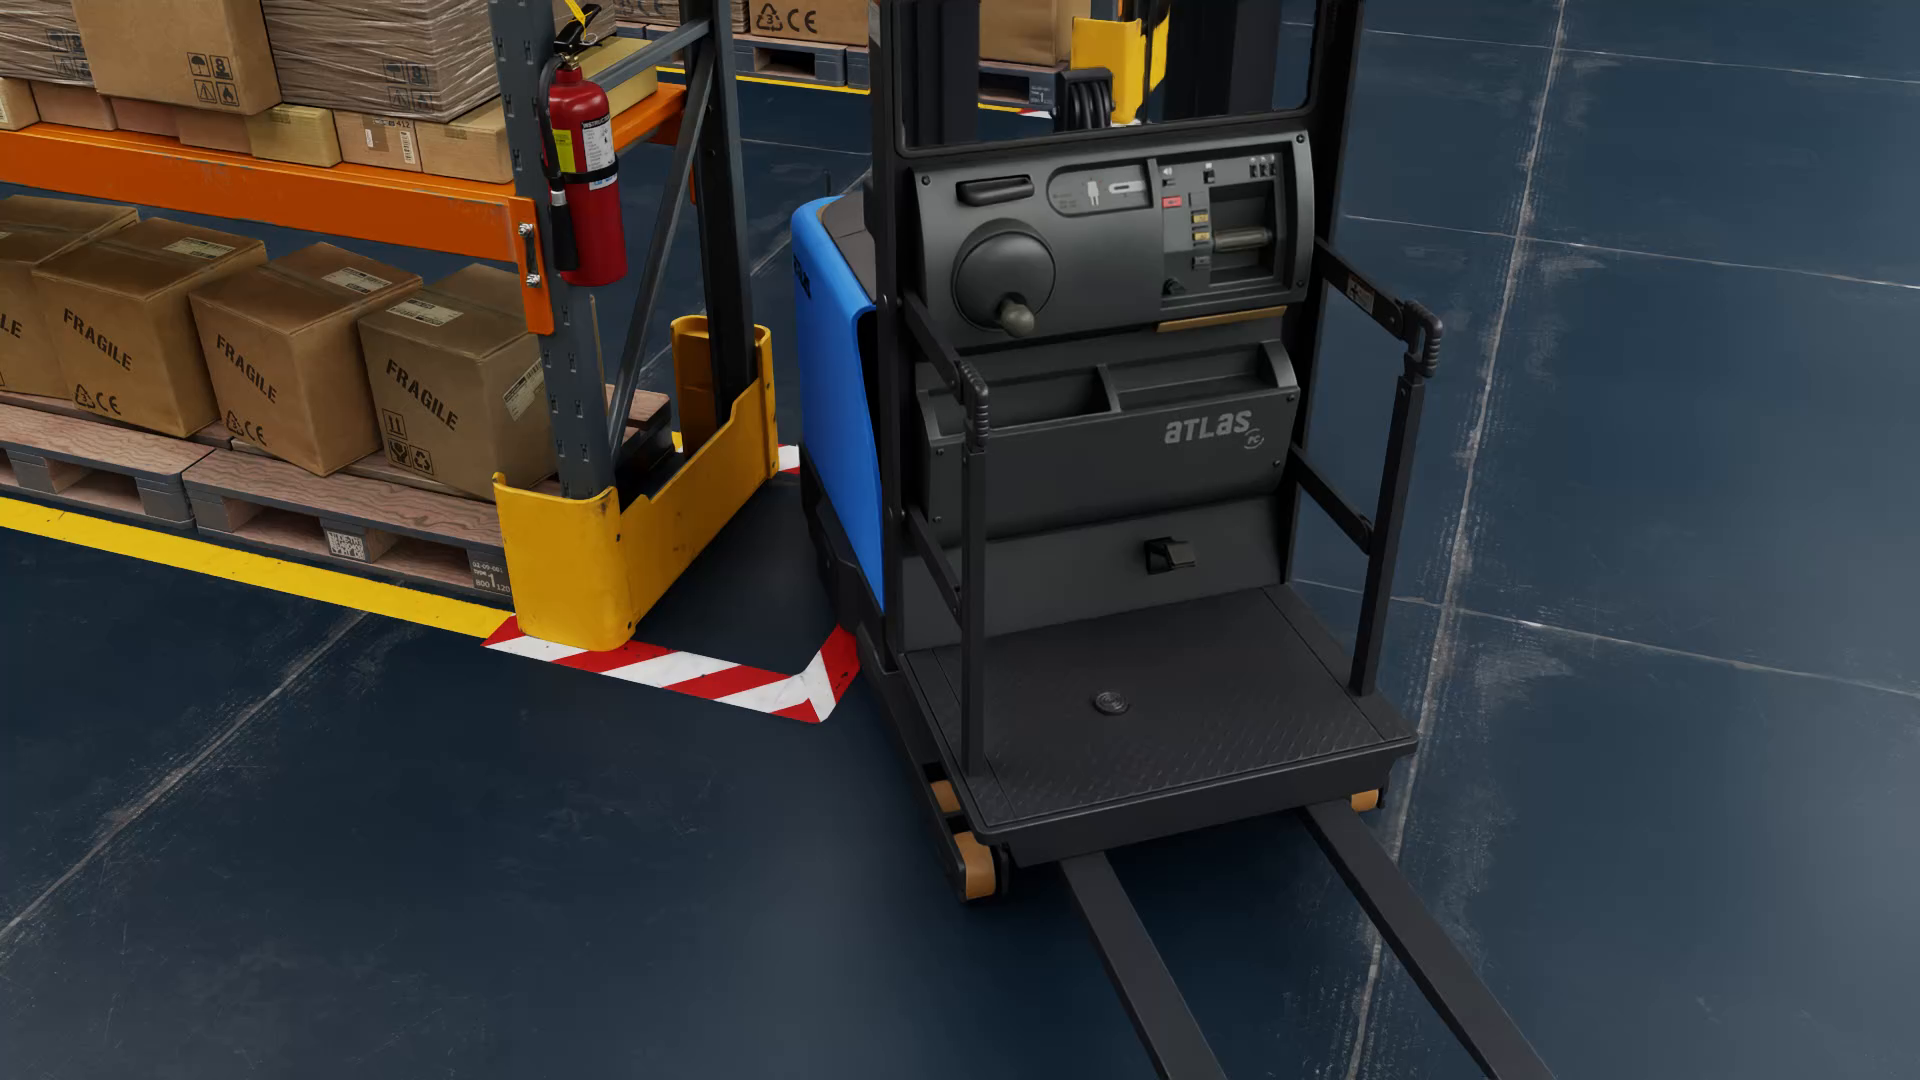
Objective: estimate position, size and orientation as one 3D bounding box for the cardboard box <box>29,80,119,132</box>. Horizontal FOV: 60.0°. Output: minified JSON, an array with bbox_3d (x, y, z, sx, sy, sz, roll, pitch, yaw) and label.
[{"bbox_3d":[-2.400,-1.308,4.742,0.250,0.149,0.380,11,34,16],"label":"cardboard box"}]

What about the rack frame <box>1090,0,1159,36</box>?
[{"bbox_3d":[0.888,-3.761,8.309,0.127,3.000,1.000,11,34,16],"label":"rack frame"}]

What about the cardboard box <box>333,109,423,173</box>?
[{"bbox_3d":[-1.453,-1.134,4.472,0.250,0.149,0.380,11,34,16],"label":"cardboard box"}]

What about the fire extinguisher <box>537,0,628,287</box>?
[{"bbox_3d":[-0.928,-0.958,4.039,0.183,0.674,0.296,11,34,16],"label":"fire extinguisher"}]

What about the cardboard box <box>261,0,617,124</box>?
[{"bbox_3d":[-1.389,-1.528,4.485,0.500,0.500,0.875,11,34,16],"label":"cardboard box"}]

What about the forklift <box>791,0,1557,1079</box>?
[{"bbox_3d":[0.420,-0.625,3.516,1.130,2.935,3.031,-10,34,-14],"label":"forklift"}]

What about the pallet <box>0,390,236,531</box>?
[{"bbox_3d":[-2.849,-0.480,5.798,1.213,0.211,1.003,11,34,16],"label":"pallet"}]

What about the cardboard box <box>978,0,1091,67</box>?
[{"bbox_3d":[0.228,-3.135,8.911,0.875,0.875,0.875,11,35,17],"label":"cardboard box"}]

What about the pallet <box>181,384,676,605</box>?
[{"bbox_3d":[-1.705,-0.256,5.451,1.213,0.211,1.003,11,34,16],"label":"pallet"}]

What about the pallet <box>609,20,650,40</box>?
[{"bbox_3d":[-2.188,-3.142,9.922,1.213,0.211,1.003,11,34,16],"label":"pallet"}]

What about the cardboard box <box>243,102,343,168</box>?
[{"bbox_3d":[-1.706,-1.153,4.502,0.250,0.149,0.380,11,34,16],"label":"cardboard box"}]

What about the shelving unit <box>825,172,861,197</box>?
[{"bbox_3d":[-0.248,-0.669,5.318,0.252,1.050,0.215,-20,38,-28],"label":"shelving unit"}]

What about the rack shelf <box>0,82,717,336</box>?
[{"bbox_3d":[-2.763,-1.310,5.177,4.000,0.370,1.077,11,34,16],"label":"rack shelf"}]

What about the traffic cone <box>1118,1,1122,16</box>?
[{"bbox_3d":[0.867,-3.517,10.271,0.334,0.463,0.336,11,34,16],"label":"traffic cone"}]

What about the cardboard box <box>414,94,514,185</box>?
[{"bbox_3d":[-1.218,-1.088,4.401,0.250,0.149,0.380,11,34,16],"label":"cardboard box"}]

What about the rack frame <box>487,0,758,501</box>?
[{"bbox_3d":[-0.880,-1.246,4.415,0.127,3.000,1.000,11,34,16],"label":"rack frame"}]

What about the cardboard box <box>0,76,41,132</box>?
[{"bbox_3d":[-2.666,-1.308,4.743,0.250,0.149,0.380,11,34,16],"label":"cardboard box"}]

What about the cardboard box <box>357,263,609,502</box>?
[{"bbox_3d":[-1.462,-0.495,5.169,0.500,0.500,0.500,18,37,25],"label":"cardboard box"}]

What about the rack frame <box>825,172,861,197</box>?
[{"bbox_3d":[-0.349,-0.632,5.260,0.008,1.050,0.200,-20,38,-28],"label":"rack frame"}]

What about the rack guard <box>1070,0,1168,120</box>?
[{"bbox_3d":[0.911,-2.706,8.980,0.348,0.500,1.175,11,34,16],"label":"rack guard"}]

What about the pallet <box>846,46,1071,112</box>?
[{"bbox_3d":[0.109,-2.695,9.230,1.213,0.211,1.003,11,34,16],"label":"pallet"}]

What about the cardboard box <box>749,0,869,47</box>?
[{"bbox_3d":[-0.601,-3.295,9.159,0.875,0.875,0.875,10,34,16],"label":"cardboard box"}]

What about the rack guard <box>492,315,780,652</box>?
[{"bbox_3d":[-0.952,-0.210,5.115,0.348,0.500,1.175,11,34,16],"label":"rack guard"}]

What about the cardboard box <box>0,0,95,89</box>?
[{"bbox_3d":[-2.356,-1.672,4.708,0.500,0.500,0.875,11,34,16],"label":"cardboard box"}]

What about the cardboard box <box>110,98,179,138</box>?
[{"bbox_3d":[-2.157,-1.274,4.689,0.250,0.149,0.380,11,34,16],"label":"cardboard box"}]

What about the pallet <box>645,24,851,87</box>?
[{"bbox_3d":[-1.035,-2.920,9.577,1.213,0.211,1.003,11,34,16],"label":"pallet"}]

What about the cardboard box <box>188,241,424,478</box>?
[{"bbox_3d":[-2.037,-0.587,5.312,0.500,0.500,0.500,21,38,29],"label":"cardboard box"}]

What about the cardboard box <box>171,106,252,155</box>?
[{"bbox_3d":[-1.936,-1.207,4.585,0.250,0.149,0.380,11,34,16],"label":"cardboard box"}]

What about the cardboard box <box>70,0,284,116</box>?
[{"bbox_3d":[-1.900,-1.558,4.532,0.500,0.500,0.875,11,34,16],"label":"cardboard box"}]

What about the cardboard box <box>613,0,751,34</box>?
[{"bbox_3d":[-1.459,-3.462,9.419,0.875,0.875,0.875,11,35,17],"label":"cardboard box"}]

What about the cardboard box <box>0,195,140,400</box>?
[{"bbox_3d":[-3.130,-0.837,5.698,0.500,0.500,0.500,8,34,12],"label":"cardboard box"}]

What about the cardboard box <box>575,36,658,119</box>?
[{"bbox_3d":[-1.068,-1.315,4.752,0.250,0.149,0.380,11,34,16],"label":"cardboard box"}]

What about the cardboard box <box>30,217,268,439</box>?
[{"bbox_3d":[-2.620,-0.712,5.504,0.500,0.500,0.500,14,35,21],"label":"cardboard box"}]
